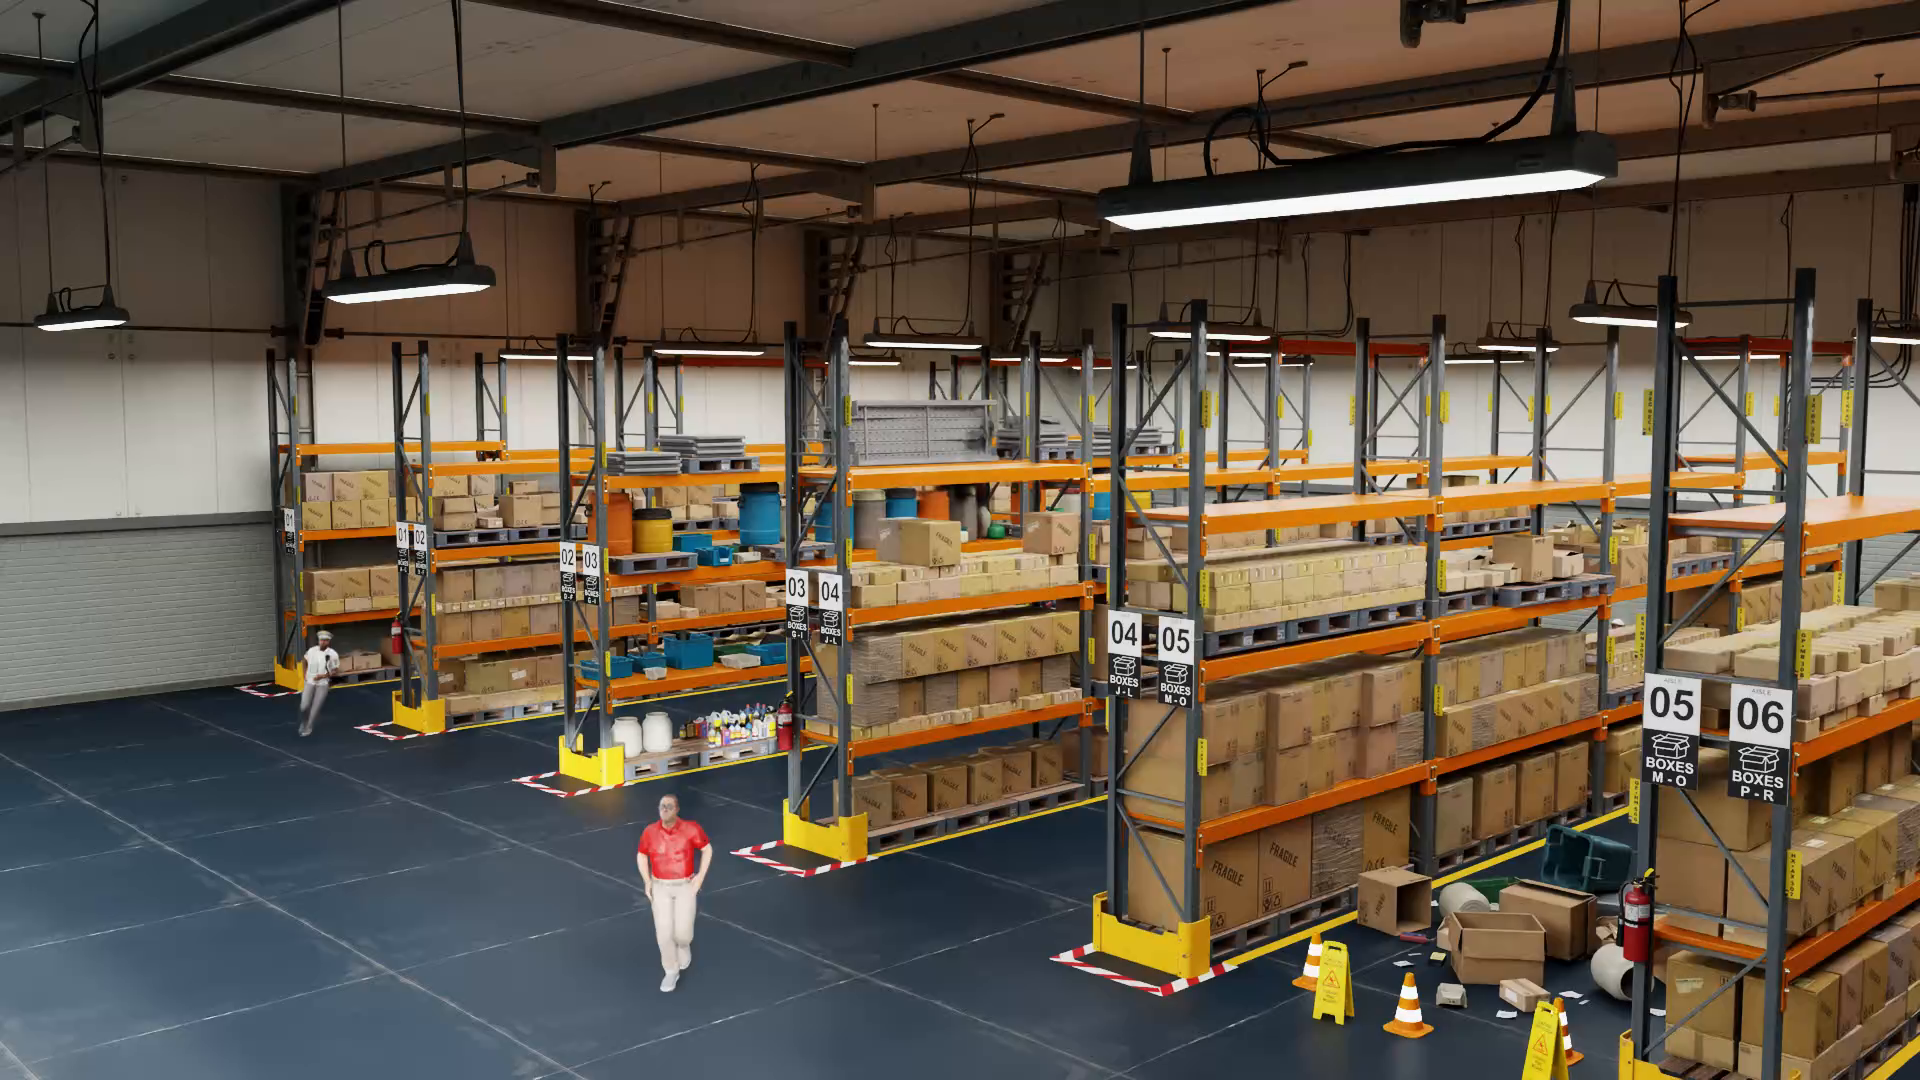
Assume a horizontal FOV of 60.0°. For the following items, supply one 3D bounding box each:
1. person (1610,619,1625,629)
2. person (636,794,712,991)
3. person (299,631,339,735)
[{"bbox_3d":[10.149,2.078,25.694,0.666,1.741,0.629,5,7,42],"label":"person"},{"bbox_3d":[-2.518,3.068,14.627,0.661,1.697,0.564,0,5,-1],"label":"person"},{"bbox_3d":[-9.736,2.167,25.191,0.647,1.615,0.542,-1,5,-10],"label":"person"}]
